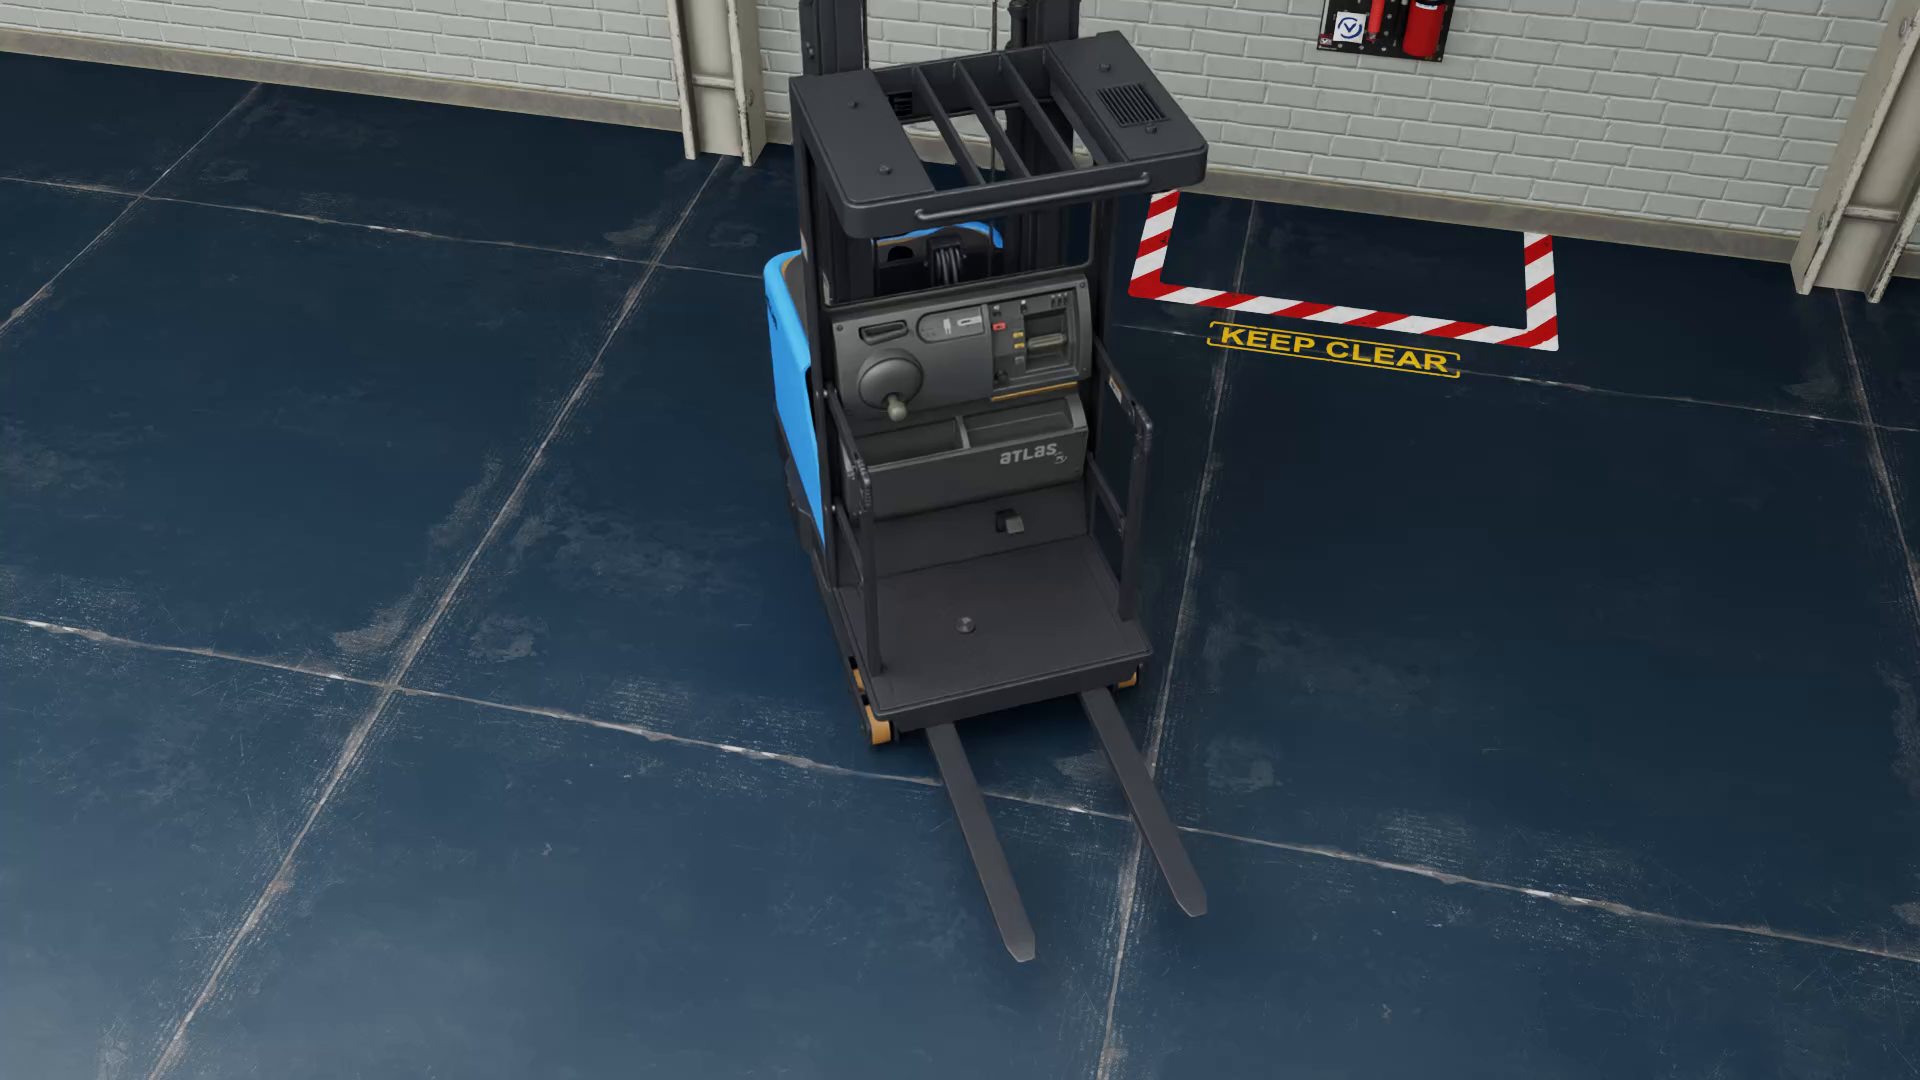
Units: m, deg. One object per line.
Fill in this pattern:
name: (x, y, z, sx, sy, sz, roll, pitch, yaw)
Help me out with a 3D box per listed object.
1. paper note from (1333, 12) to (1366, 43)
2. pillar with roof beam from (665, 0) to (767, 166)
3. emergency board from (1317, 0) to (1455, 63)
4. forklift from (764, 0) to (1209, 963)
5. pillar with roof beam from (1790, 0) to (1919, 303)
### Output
paper note: (1.959, -2.576, 8.358, 0.142, 0.148, 0.016, 9, 45, 9)
pillar with roof beam: (-2.276, -2.576, 3.397, 0.400, 9.000, 9.100, 9, 45, 9)
emergency board: (2.116, -2.820, 7.976, 0.643, 1.169, 0.194, 9, 45, 9)
forklift: (0.080, -0.582, 5.701, 1.130, 2.935, 3.031, -12, 45, -12)
pillar with roof beam: (3.580, -1.668, 2.454, 0.400, 9.000, 9.100, 9, 45, 9)
